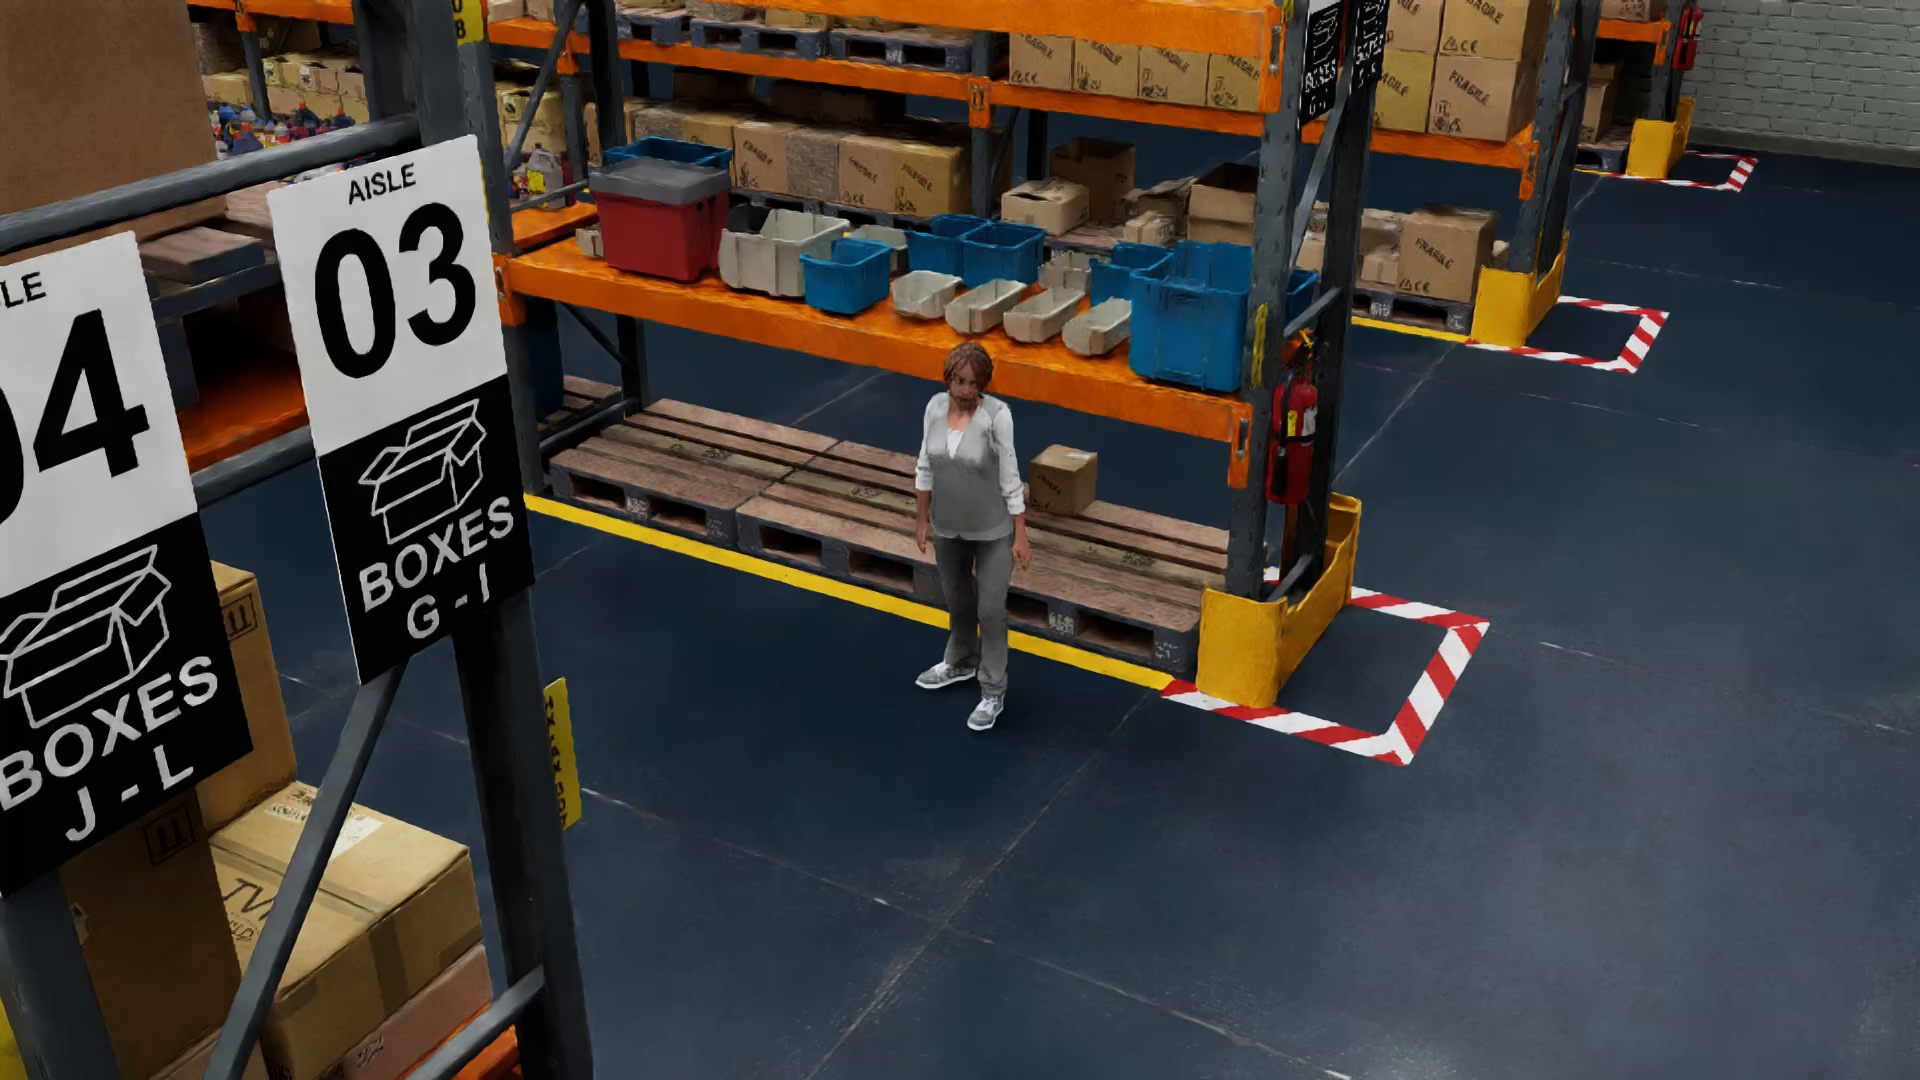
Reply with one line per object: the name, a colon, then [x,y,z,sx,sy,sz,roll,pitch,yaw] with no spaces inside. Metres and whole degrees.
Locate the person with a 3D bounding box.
person: [0.033,-0.025,6.624,0.523,1.594,0.453,14,30,25]
